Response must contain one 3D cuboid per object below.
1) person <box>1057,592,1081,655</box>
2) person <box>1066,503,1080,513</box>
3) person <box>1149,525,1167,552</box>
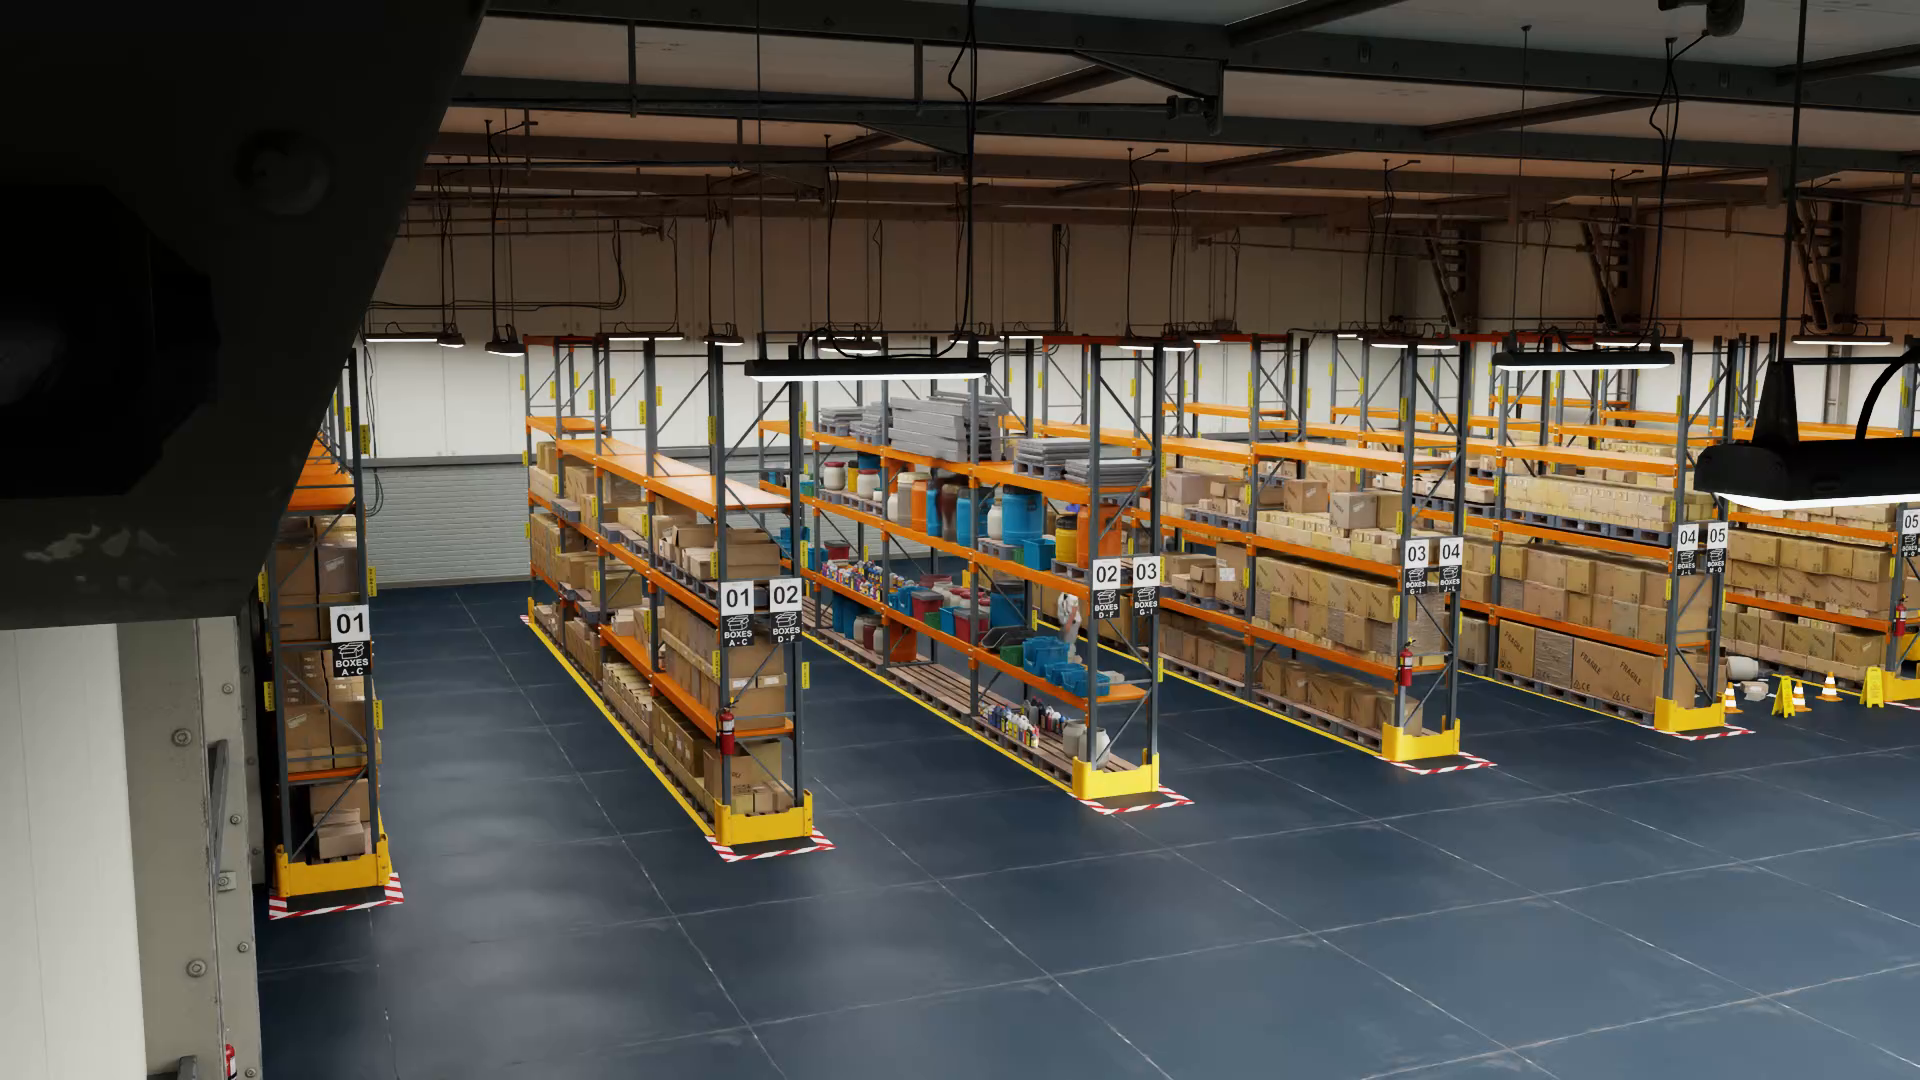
[{"bbox_3d":[1.928,1.492,29.833,0.430,1.764,0.547,-2,8,-17],"label":"person"},{"bbox_3d":[2.993,-0.357,44.208,0.559,1.668,0.437,-4,9,-29],"label":"person"},{"bbox_3d":[5.098,-0.177,42.640,0.493,1.666,0.580,4,9,30],"label":"person"}]
